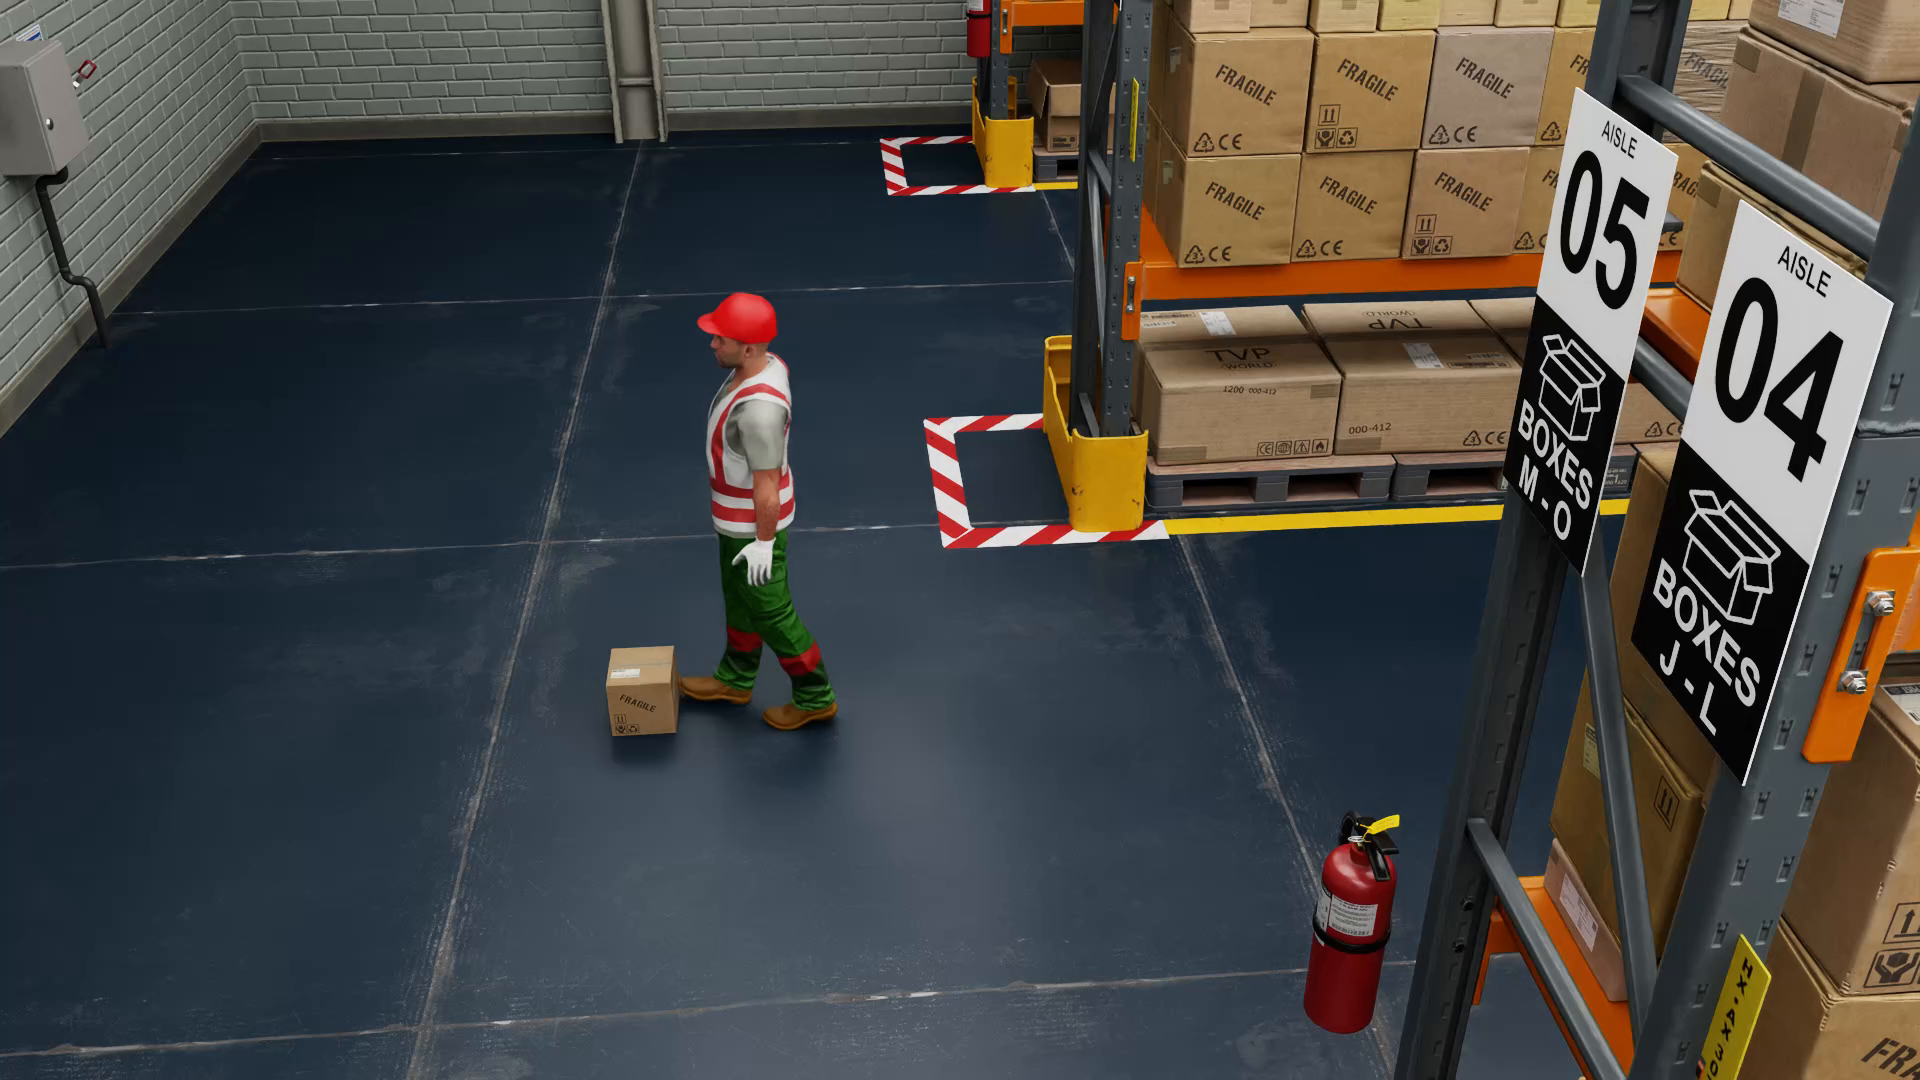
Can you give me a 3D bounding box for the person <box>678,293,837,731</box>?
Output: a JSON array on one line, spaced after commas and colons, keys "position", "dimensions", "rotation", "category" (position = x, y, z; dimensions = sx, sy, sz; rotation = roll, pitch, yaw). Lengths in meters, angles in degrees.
[{"position": [-0.816, -0.084, 6.244], "dimensions": [0.641, 1.800, 0.553], "rotation": [-3, 31, -5], "category": "person"}]
